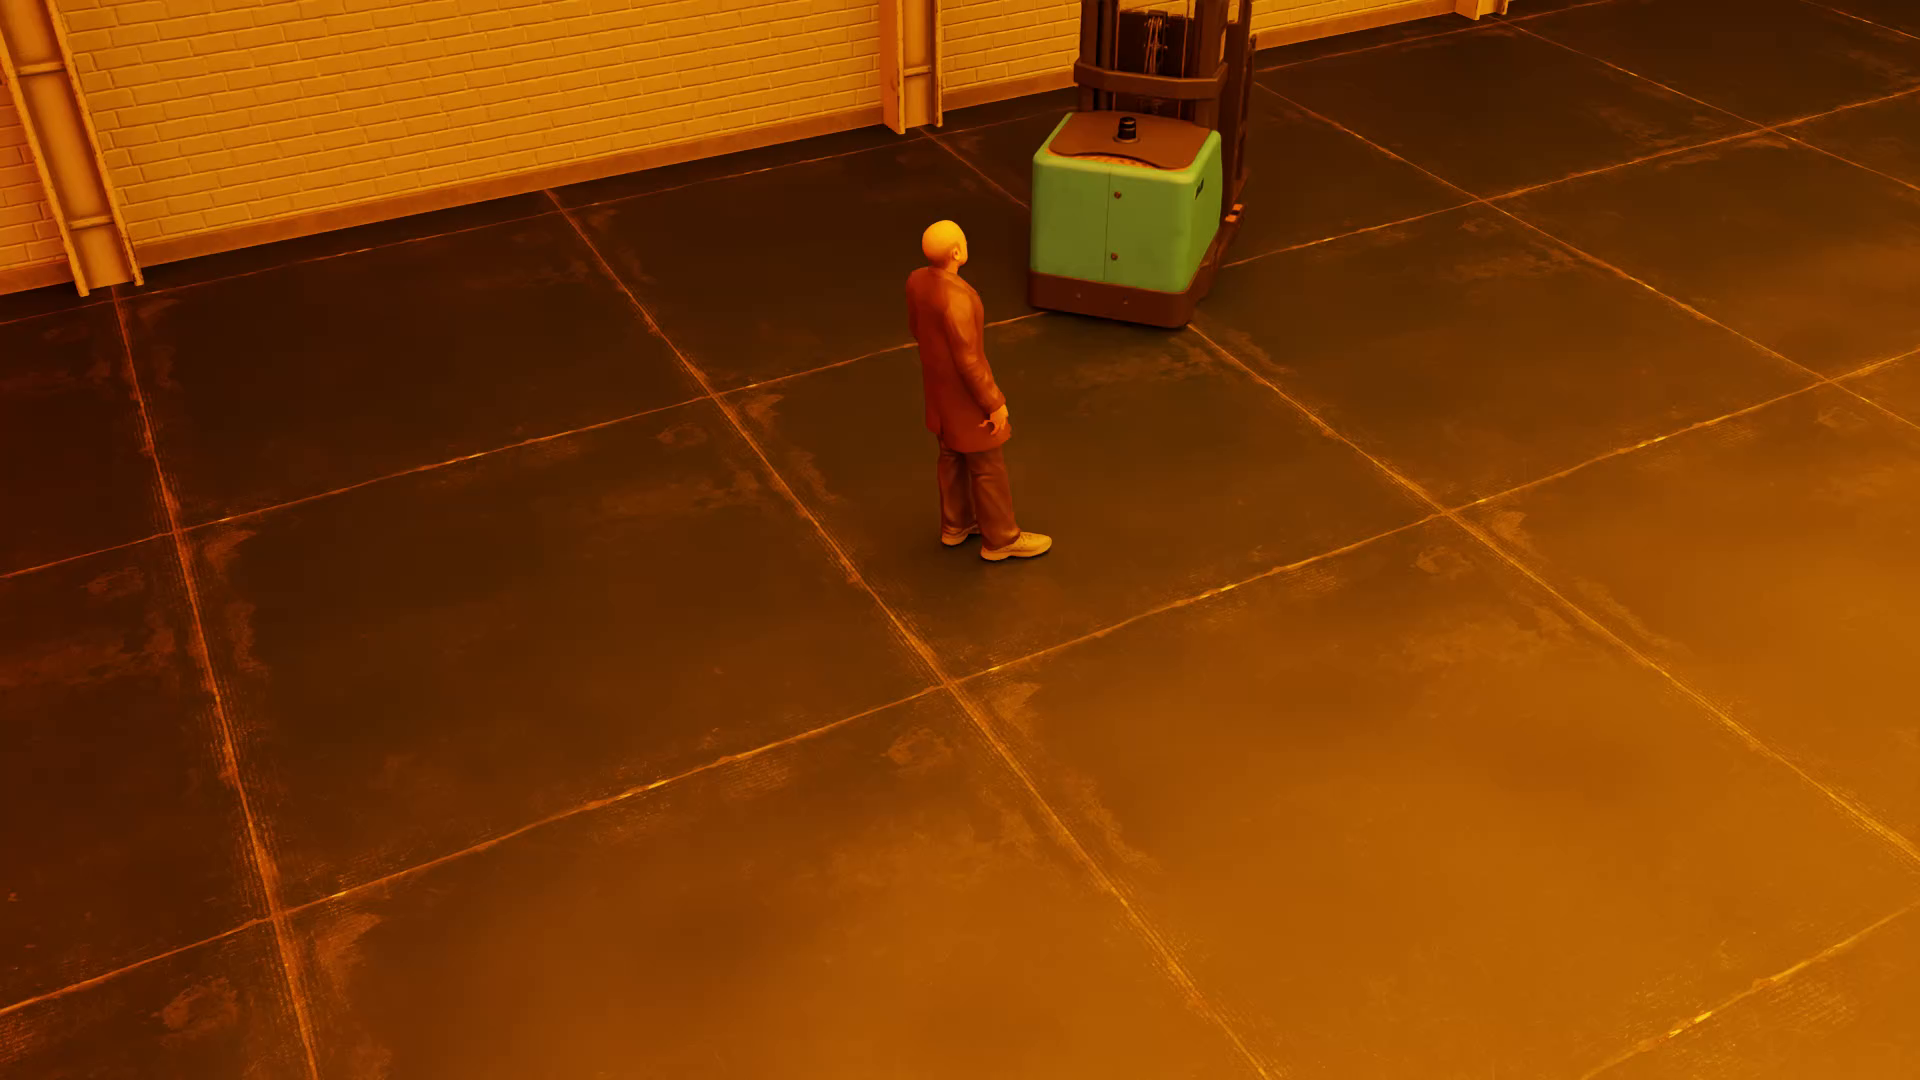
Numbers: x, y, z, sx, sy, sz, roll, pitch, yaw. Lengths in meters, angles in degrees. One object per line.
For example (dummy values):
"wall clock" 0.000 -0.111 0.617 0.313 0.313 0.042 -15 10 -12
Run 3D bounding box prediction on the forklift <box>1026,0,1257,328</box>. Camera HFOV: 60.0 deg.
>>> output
"forklift" 1.393 -3.374 10.896 1.130 2.935 3.031 11 37 16

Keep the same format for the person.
"person" 0.082 -0.754 8.176 0.582 1.776 0.694 -17 39 -23
